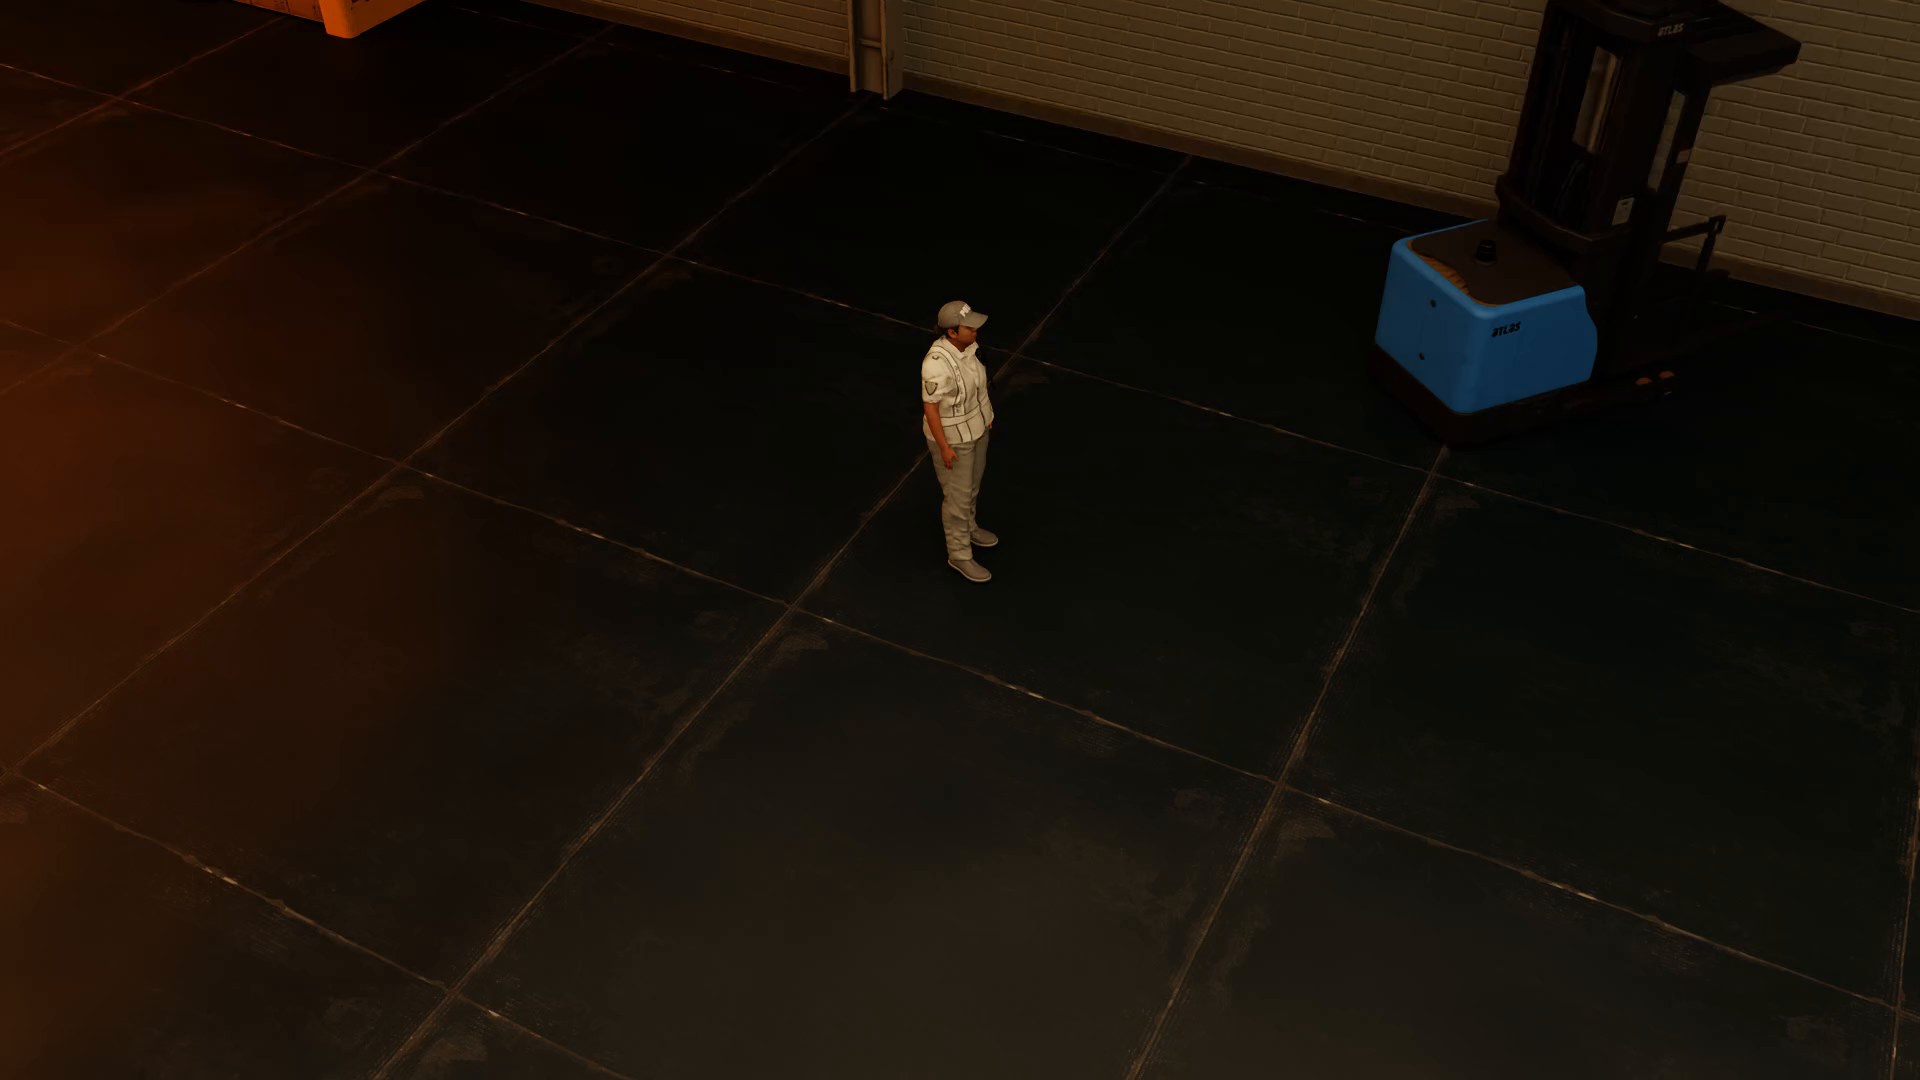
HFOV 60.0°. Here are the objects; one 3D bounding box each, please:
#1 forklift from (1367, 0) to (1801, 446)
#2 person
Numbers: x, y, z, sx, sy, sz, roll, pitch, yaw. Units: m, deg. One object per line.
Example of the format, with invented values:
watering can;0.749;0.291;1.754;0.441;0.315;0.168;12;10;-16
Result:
forklift;4.393;-2.366;10.795;3.031;2.935;1.130;-16;43;-18
person;0.057;-0.608;9.677;0.529;1.670;0.598;18;43;21
